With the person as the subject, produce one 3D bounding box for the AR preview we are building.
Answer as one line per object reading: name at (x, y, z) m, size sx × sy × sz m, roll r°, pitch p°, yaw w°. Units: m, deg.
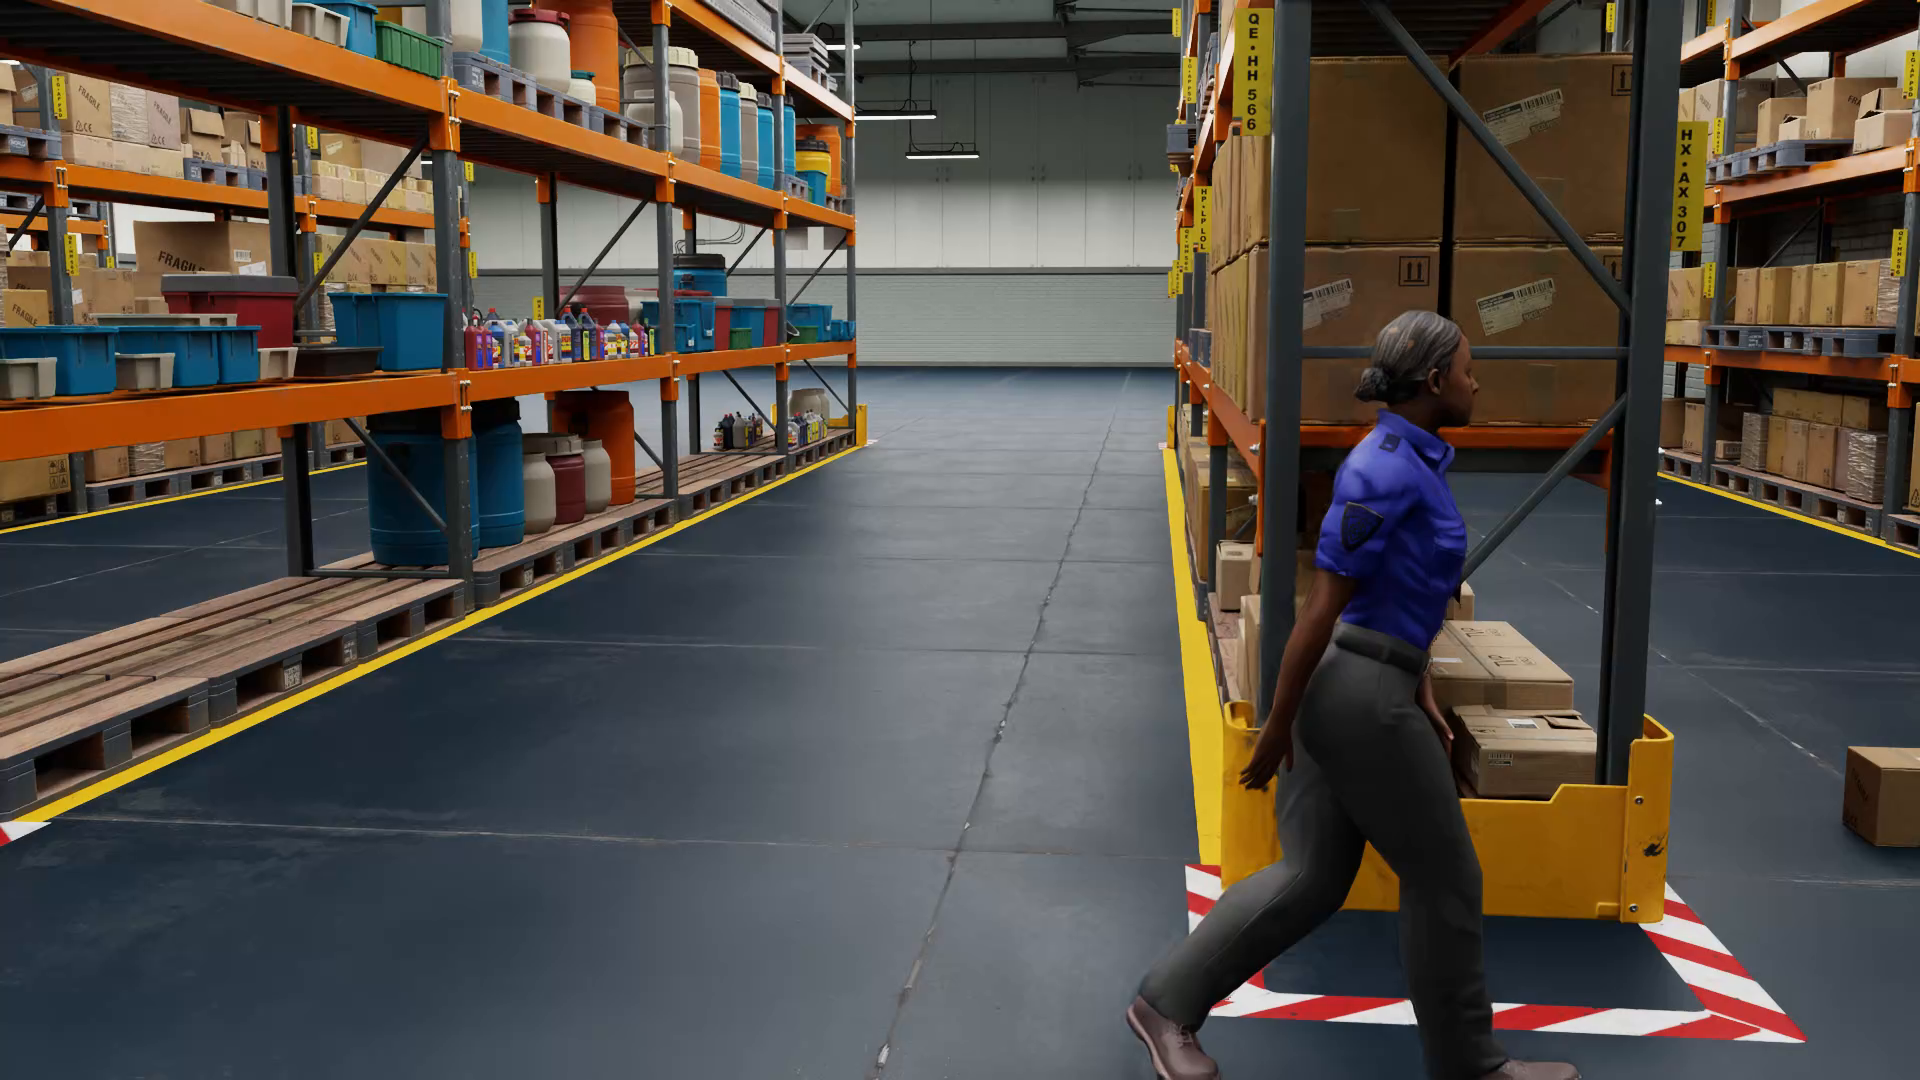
person at (0.810, 0.338, 3.378) m, size 0.920 × 1.598 × 0.490 m, roll 2°, pitch 8°, yaw 13°
